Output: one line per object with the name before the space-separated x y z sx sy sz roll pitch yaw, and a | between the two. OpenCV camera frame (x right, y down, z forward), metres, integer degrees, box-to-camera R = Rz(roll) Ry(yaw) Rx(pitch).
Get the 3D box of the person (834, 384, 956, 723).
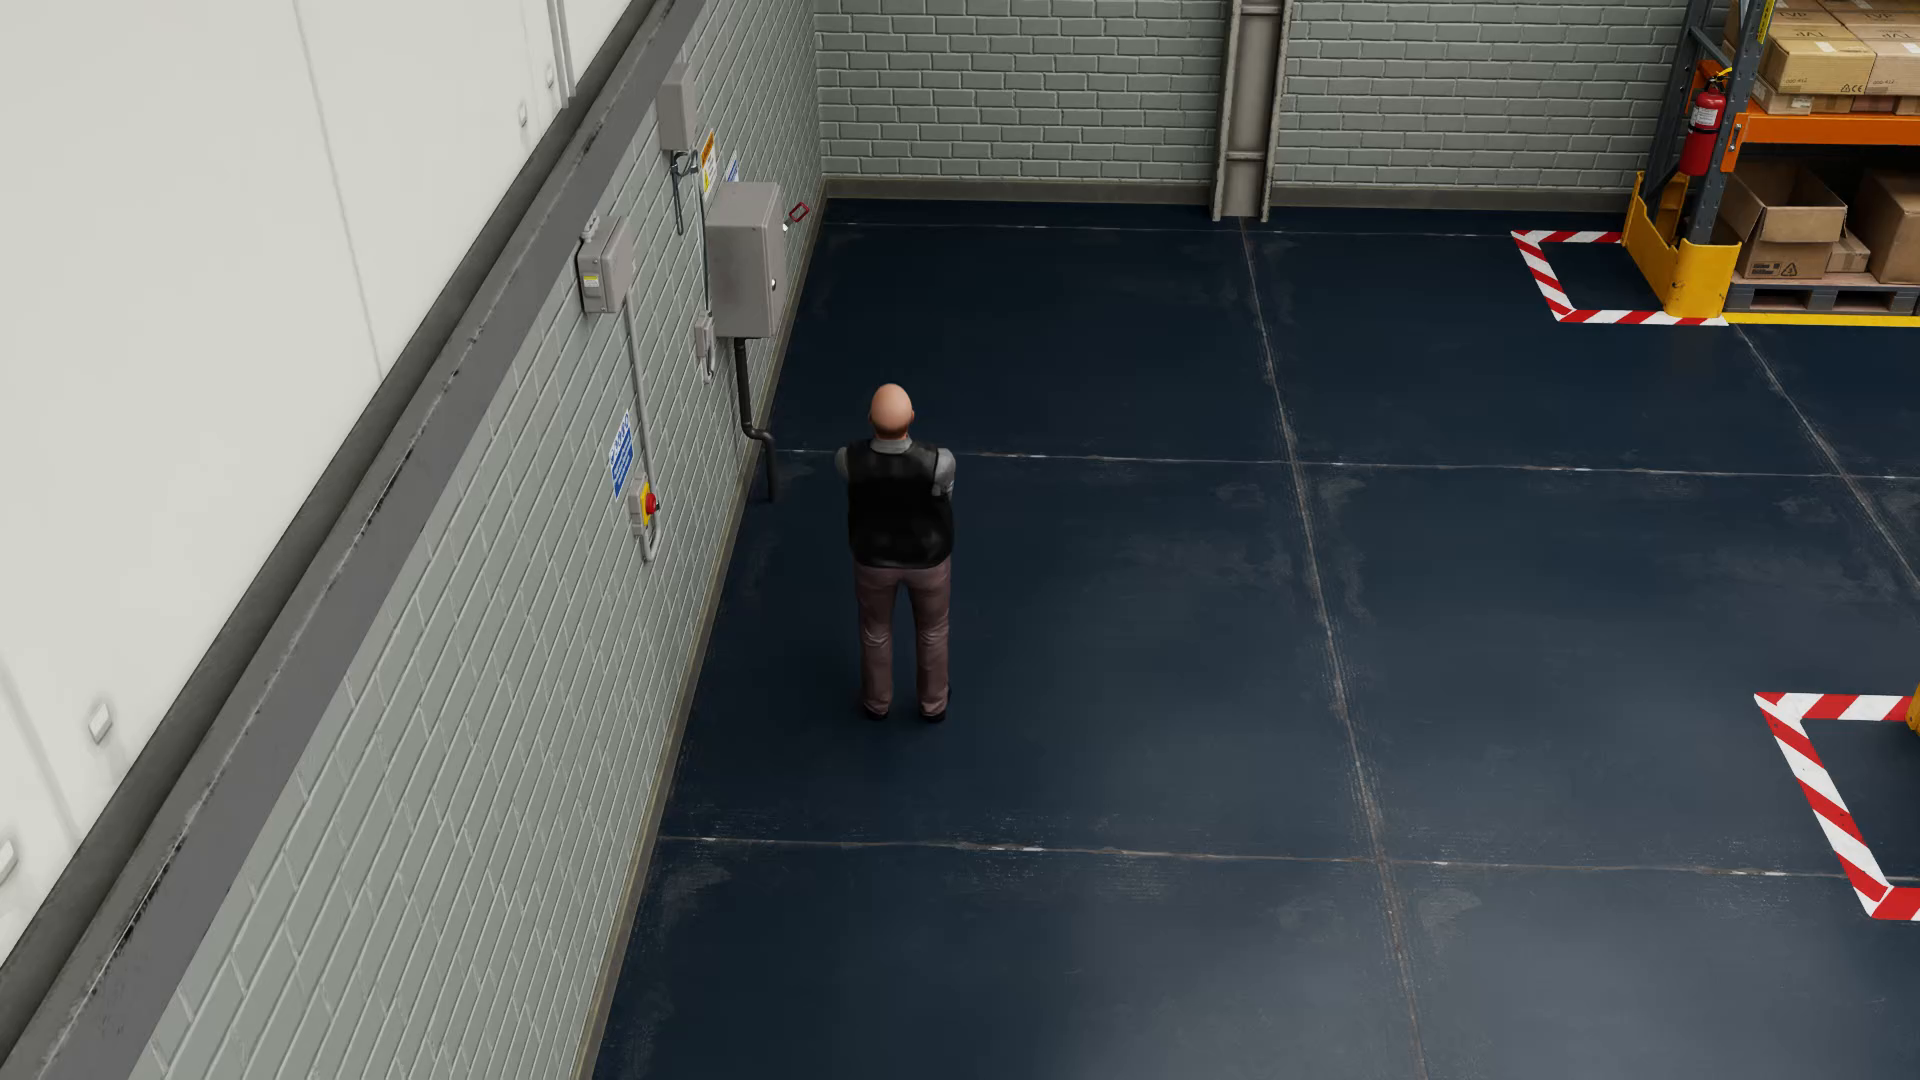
person | -0.259 0.014 7.127 0.494 1.711 0.551 2 35 2
